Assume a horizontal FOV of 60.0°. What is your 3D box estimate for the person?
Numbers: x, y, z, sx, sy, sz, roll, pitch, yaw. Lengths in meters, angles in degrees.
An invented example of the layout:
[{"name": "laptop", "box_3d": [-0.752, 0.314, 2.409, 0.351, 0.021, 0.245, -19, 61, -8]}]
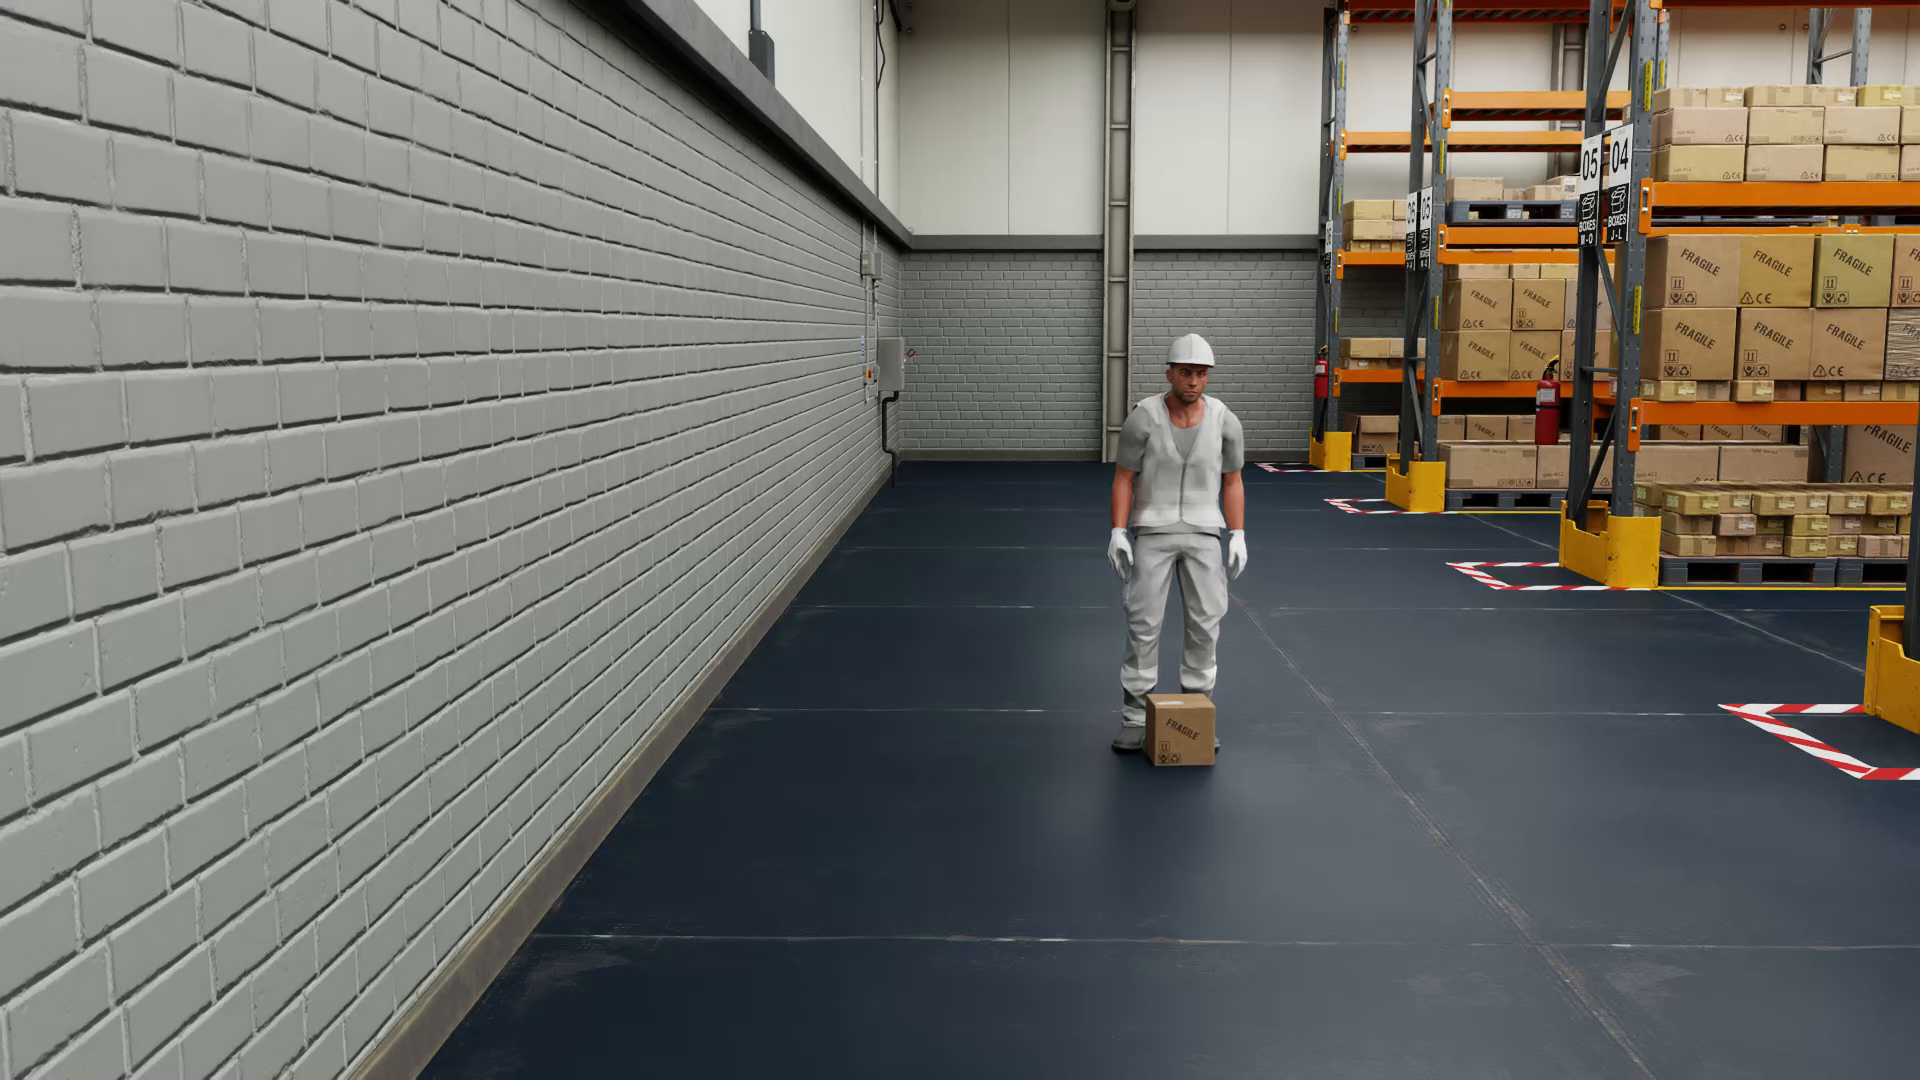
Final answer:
[{"name": "person", "box_3d": [0.934, 0.012, 7.120, 0.609, 1.777, 0.453, 0, 7, -2]}]
